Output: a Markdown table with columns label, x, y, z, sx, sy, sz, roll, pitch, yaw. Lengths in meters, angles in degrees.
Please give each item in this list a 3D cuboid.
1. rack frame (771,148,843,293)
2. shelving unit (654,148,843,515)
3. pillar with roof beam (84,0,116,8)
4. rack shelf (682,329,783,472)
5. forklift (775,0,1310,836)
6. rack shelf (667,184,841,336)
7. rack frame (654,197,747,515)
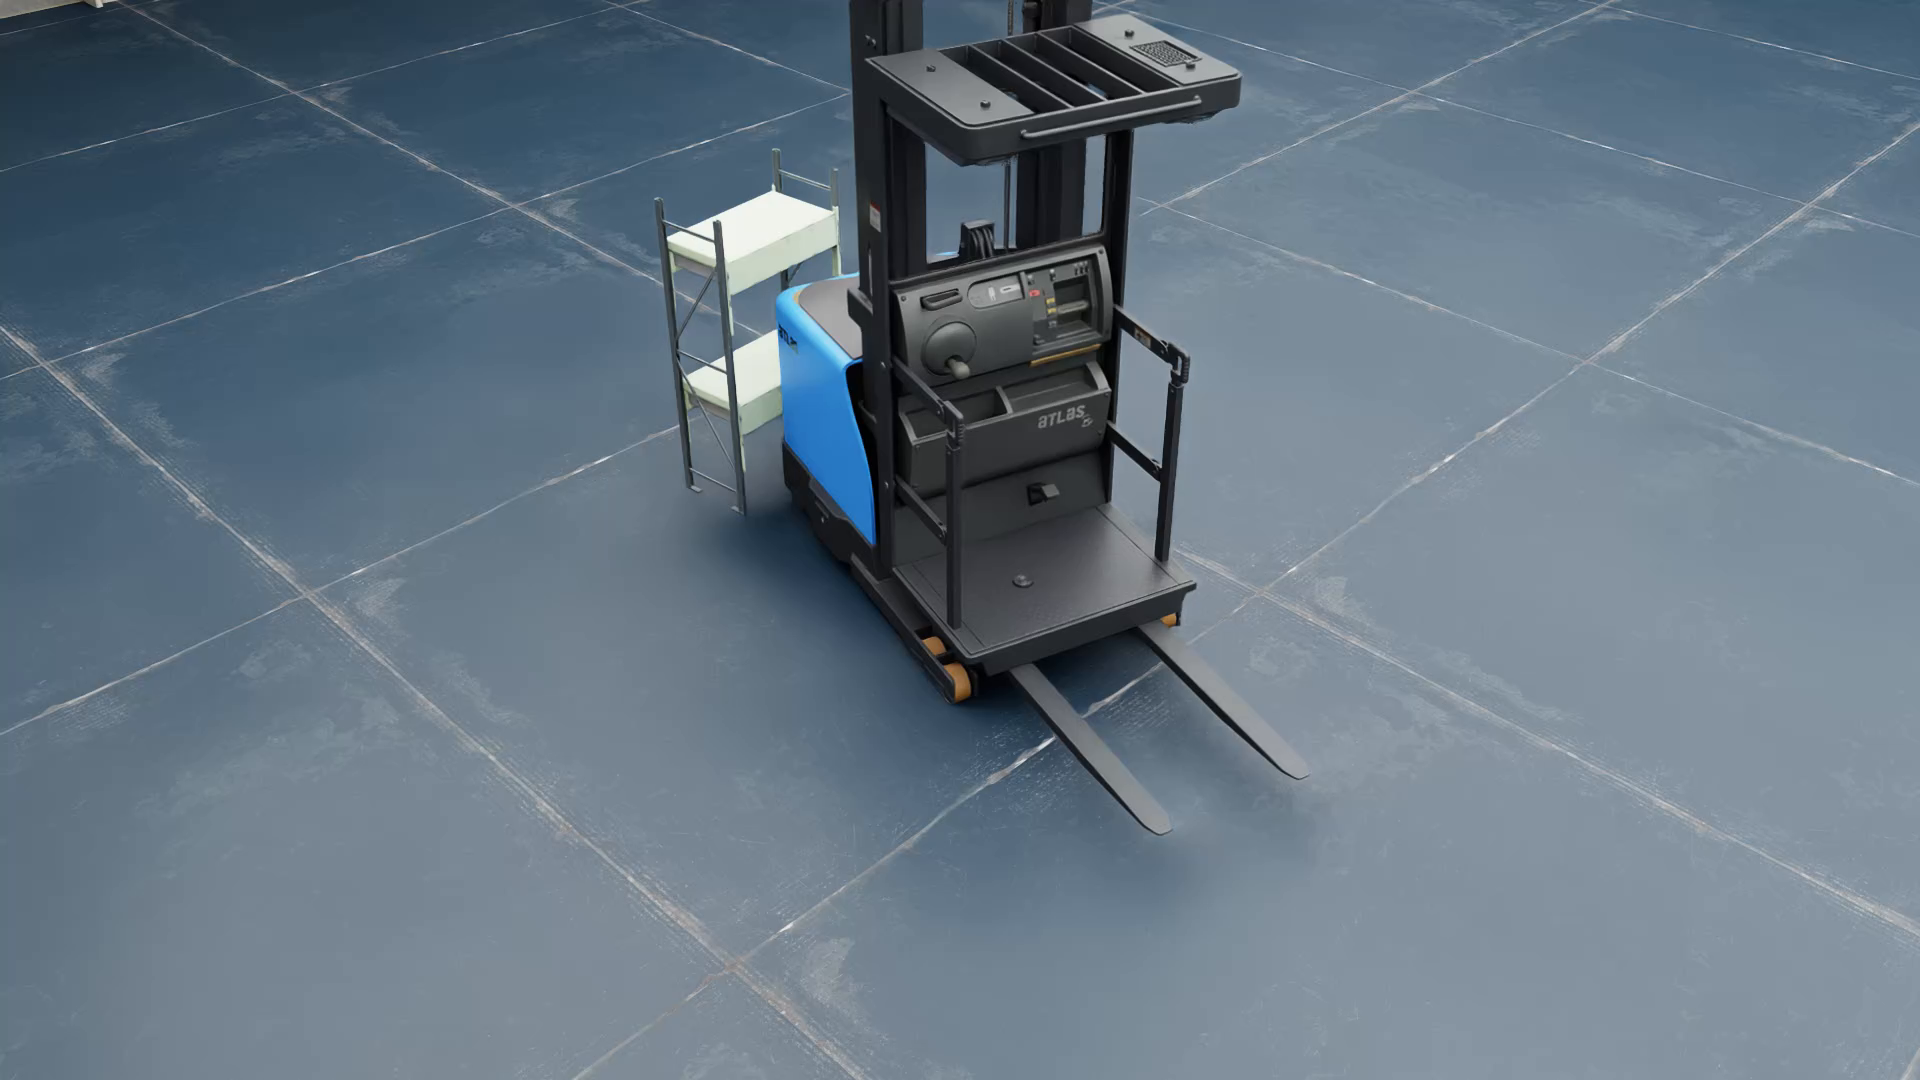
| label | x | y | z | sx | sy | sz | roll | pitch | yaw |
| --- | --- | --- | --- | --- | --- | --- | --- | --- | --- |
| rack frame | -0.715 | -1.134 | 8.065 | 0.400 | 1.500 | 0.023 | 25 | 42 | 31 |
| shelving unit | -0.946 | -0.972 | 7.832 | 0.431 | 1.500 | 0.755 | 25 | 42 | 31 |
| pillar with roof beam | -4.350 | -6.682 | 9.465 | 9.100 | 9.000 | 0.400 | 30 | 45 | 35 |
| rack shelf | -0.946 | -0.704 | 8.018 | 0.431 | 0.370 | 0.720 | 25 | 42 | 31 |
| forklift | 0.288 | -0.831 | 6.380 | 1.130 | 2.935 | 3.031 | -17 | 38 | -23 |
| rack shelf | -0.946 | -1.292 | 7.609 | 0.431 | 0.370 | 0.720 | 25 | 42 | 31 |
| rack frame | -1.176 | -0.809 | 7.599 | 0.400 | 1.500 | 0.023 | 25 | 42 | 31 |
